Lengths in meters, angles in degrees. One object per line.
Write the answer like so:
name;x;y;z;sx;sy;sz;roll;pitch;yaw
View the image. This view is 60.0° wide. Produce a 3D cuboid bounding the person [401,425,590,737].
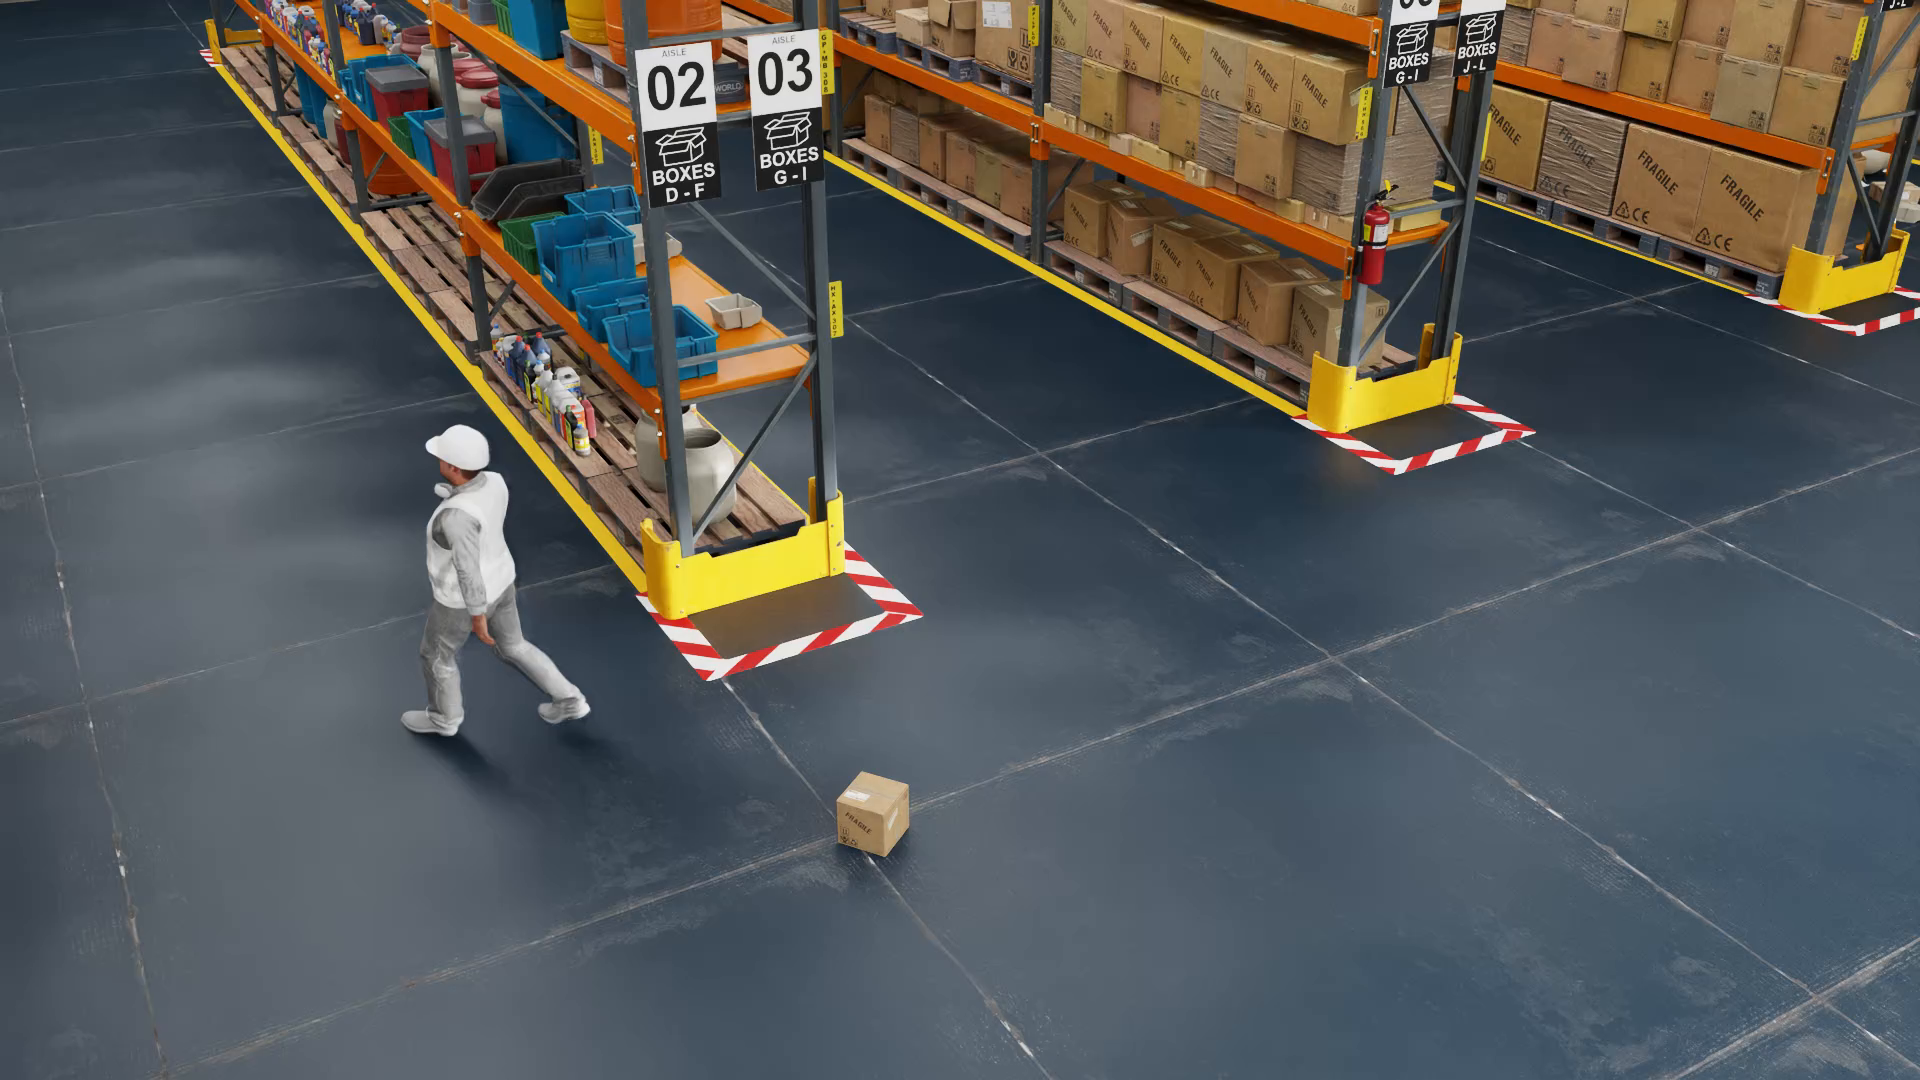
person;-2.374;0.217;8.148;0.969;1.733;0.539;7;30;13
